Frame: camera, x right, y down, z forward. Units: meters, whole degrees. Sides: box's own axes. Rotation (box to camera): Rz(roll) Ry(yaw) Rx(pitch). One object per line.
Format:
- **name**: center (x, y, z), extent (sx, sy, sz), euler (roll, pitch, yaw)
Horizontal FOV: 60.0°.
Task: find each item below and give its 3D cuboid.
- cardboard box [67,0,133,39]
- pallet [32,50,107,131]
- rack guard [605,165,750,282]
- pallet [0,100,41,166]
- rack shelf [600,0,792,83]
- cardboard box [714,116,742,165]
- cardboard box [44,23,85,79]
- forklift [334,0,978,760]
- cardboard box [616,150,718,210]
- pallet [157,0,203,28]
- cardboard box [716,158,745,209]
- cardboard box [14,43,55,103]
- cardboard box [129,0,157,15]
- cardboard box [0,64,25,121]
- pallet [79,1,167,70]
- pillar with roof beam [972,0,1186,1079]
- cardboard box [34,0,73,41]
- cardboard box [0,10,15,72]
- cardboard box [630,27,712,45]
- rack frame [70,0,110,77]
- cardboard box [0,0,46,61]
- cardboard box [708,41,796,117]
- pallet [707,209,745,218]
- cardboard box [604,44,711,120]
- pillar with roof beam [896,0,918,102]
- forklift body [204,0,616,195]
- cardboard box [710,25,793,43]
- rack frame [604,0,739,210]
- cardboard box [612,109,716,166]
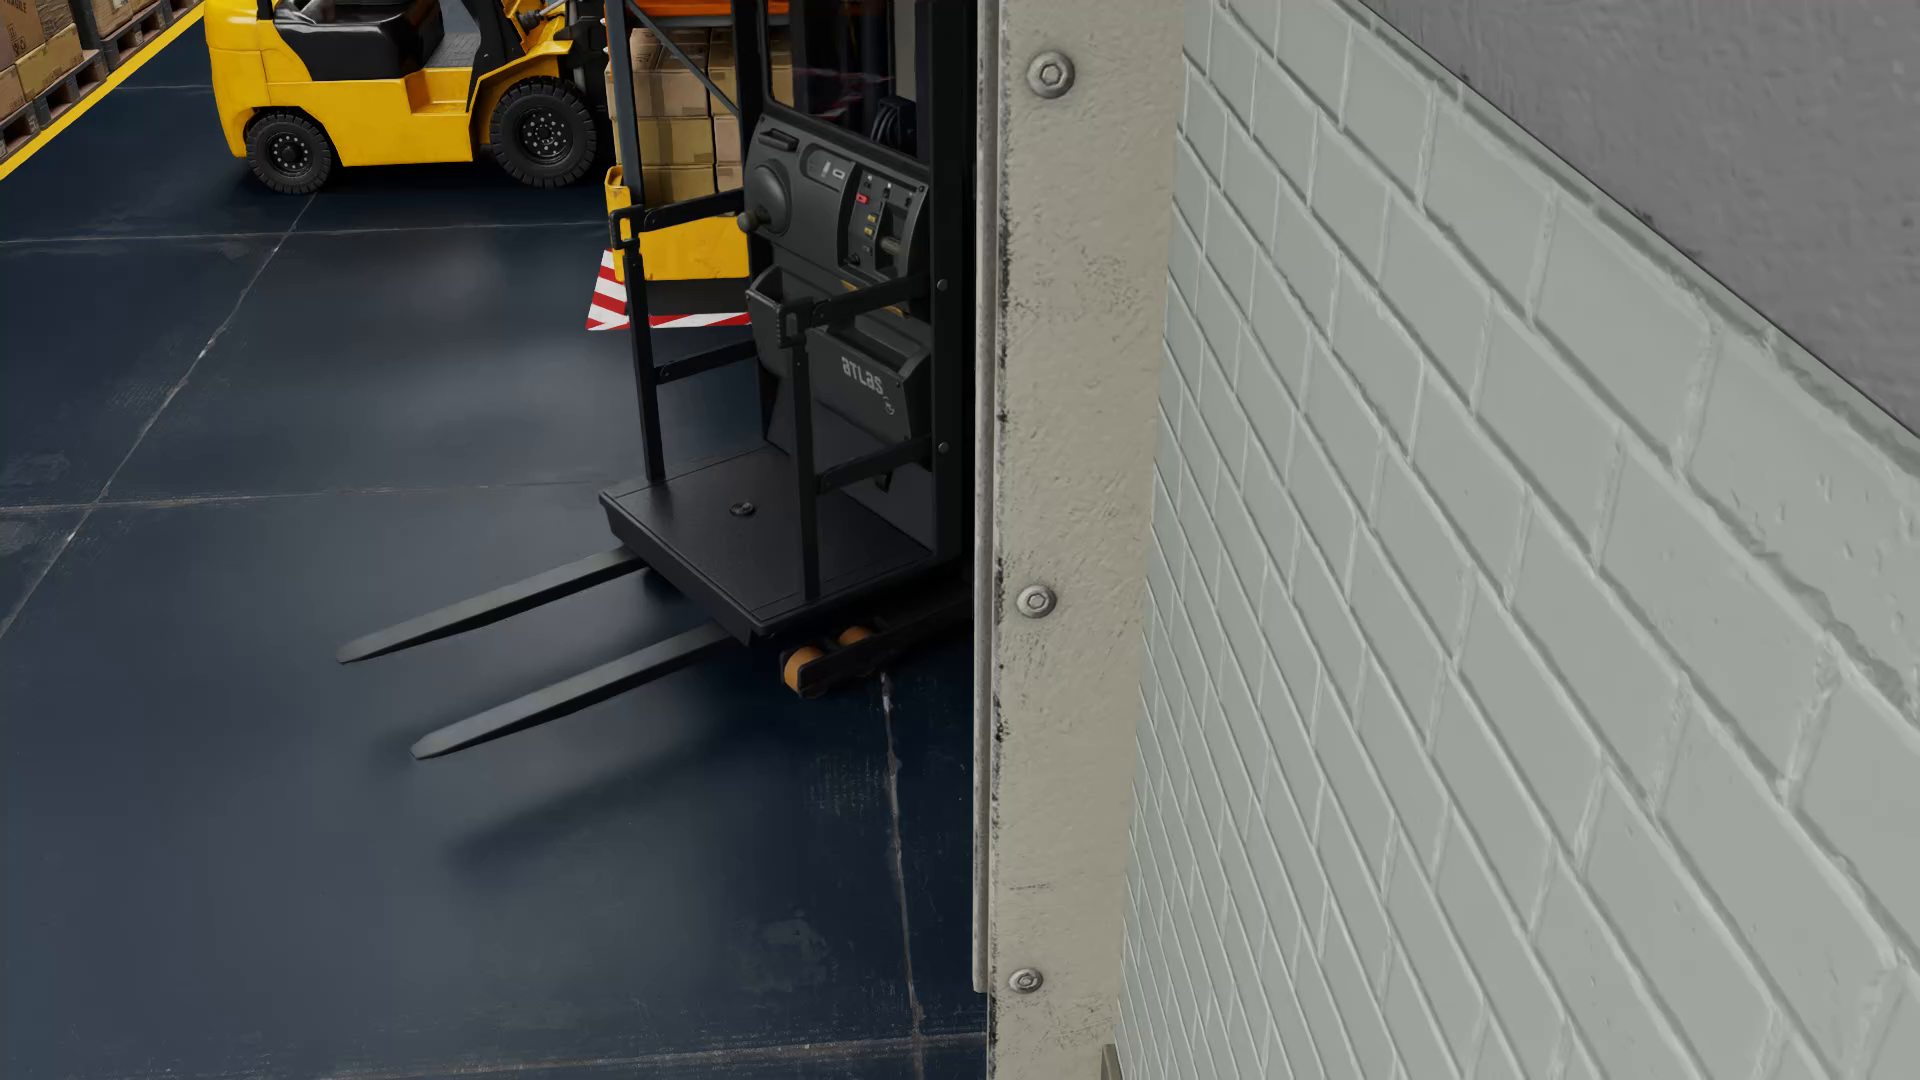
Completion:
- **cardboard box**: center (-6.555, -3.842, 11.910), extent (0.950, 0.372, 0.625), euler (-2, 31, -4)
- **pallet**: center (-6.406, -2.984, 11.040), extent (1.003, 0.211, 1.213), euler (-3, 31, -5)
- **rack guard**: center (-1.186, -1.634, 8.499), extent (1.175, 0.500, 0.348), euler (-3, 31, -5)
- **pallet**: center (-6.289, -2.360, 9.995), extent (1.003, 0.211, 1.213), euler (-3, 31, -5)
- **rack shelf**: center (-1.375, -3.432, 9.772), extent (1.077, 0.370, 4.000), euler (-3, 31, -5)
- **cardboard box**: center (-1.026, -2.184, 8.766), extent (0.500, 0.250, 0.500), euler (-2, 31, -4)
- **cardboard box**: center (-6.181, -3.233, 11.010), extent (0.500, 0.250, 0.500), euler (-1, 31, -2)
- **forklift**: center (-0.569, -1.052, 5.152), extent (3.031, 2.935, 1.130), euler (-22, 37, -32)
- **cardboard box**: center (-1.547, -1.944, 8.852), extent (0.500, 0.250, 0.500), euler (-3, 31, -4)
- **pallet**: center (-6.695, -4.347, 13.322), extent (1.003, 0.211, 1.213), euler (-3, 31, -5)
- **cardboard box**: center (-1.040, -1.980, 8.911), extent (0.500, 0.250, 0.500), euler (-3, 31, -4)
- **cardboard box**: center (-6.121, -2.962, 10.555), extent (0.500, 0.250, 0.500), euler (-4, 31, -6)
- **cardboard box**: center (-6.626, -4.209, 12.524), extent (0.950, 0.372, 0.625), euler (-1, 31, -1)
- **cardboard box**: center (-6.078, -2.702, 10.120), extent (0.500, 0.250, 0.500), euler (-2, 31, -4)
- **pallet**: center (-6.578, -3.723, 12.276), extent (1.003, 0.211, 1.213), euler (-3, 31, -5)
- **pillar with roof beam**: center (-4.082, -2.424, 1.534), extent (9.100, 9.000, 0.400), euler (-3, 31, -5)
- **cardboard box**: center (-6.181, -3.555, 10.817), extent (0.500, 0.500, 0.500), euler (-3, 31, -5)
- **cardboard box**: center (-6.083, -3.035, 9.946), extent (0.500, 0.500, 0.500), euler (-1, 31, -2)
- **cardboard box**: center (-1.596, -2.629, 9.024), extent (0.500, 0.250, 0.500), euler (-2, 31, -4)
- **rack frame**: center (-6.504, -4.522, 10.896), extent (1.000, 3.000, 0.127), euler (-3, 31, -5)
- **cardboard box**: center (-6.132, -3.295, 10.382), extent (0.500, 0.500, 0.500), euler (-2, 31, -4)
- **cardboard box**: center (-1.045, -2.403, 8.645), extent (0.500, 0.250, 0.500), euler (-3, 31, -5)
- **pallet**: center (-1.302, -1.911, 9.244), extent (1.003, 0.211, 1.213), euler (-3, 31, -5)
- **cardboard box**: center (-1.542, -2.369, 8.588), extent (0.500, 0.250, 0.500), euler (-2, 31, -3)
- **pillar with roof beam**: center (-4.642, -5.488, 6.662), extent (9.100, 9.000, 0.400), euler (-3, 31, -5)
- **forklift body**: center (-3.182, -3.236, 9.570), extent (2.313, 2.155, 1.214), euler (-3, 31, -5)
- **cardboard box**: center (-1.095, -2.658, 9.072), extent (0.500, 0.250, 0.500), euler (-3, 31, -5)
- **rack frame**: center (-1.188, -2.720, 7.878), extent (1.000, 3.000, 0.127), euler (-3, 31, -5)
- **cardboard box**: center (-1.545, -2.168, 8.738), extent (0.500, 0.250, 0.500), euler (-3, 31, -5)
